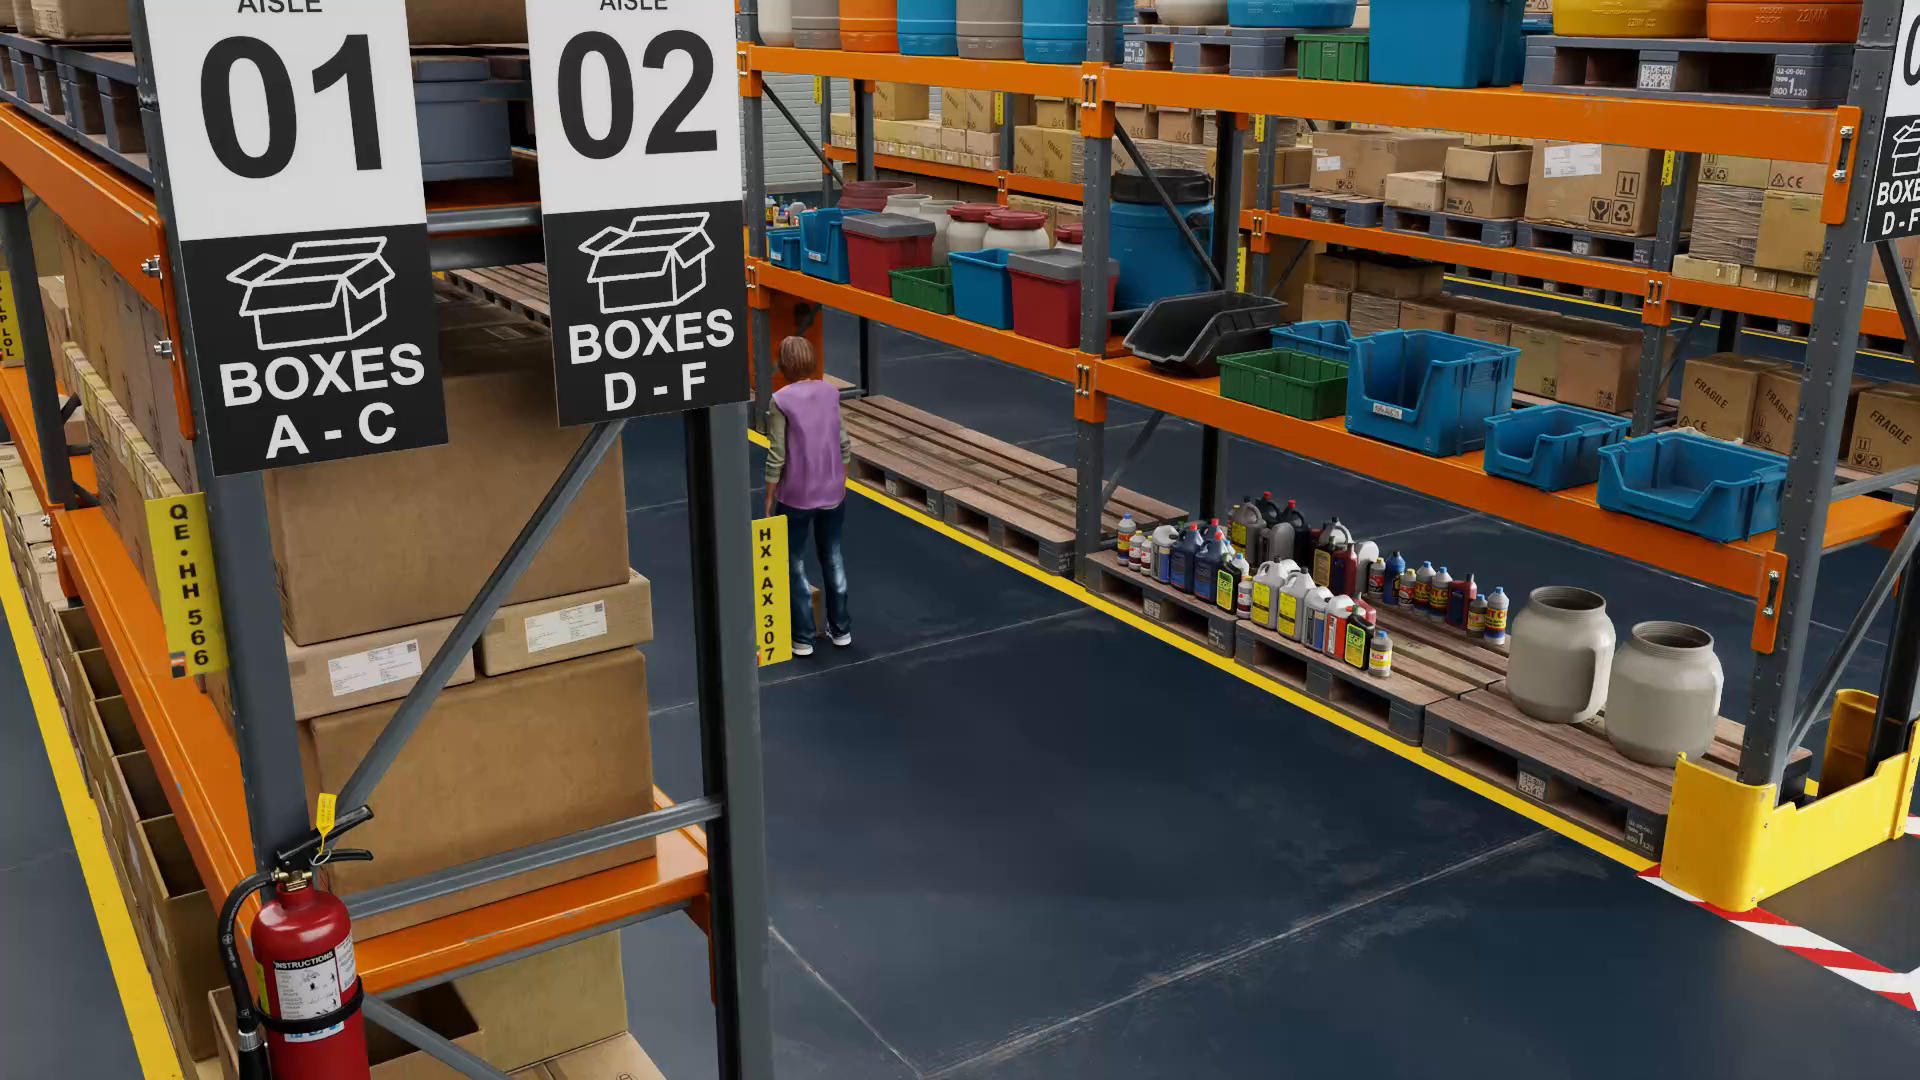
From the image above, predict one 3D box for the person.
[{"bbox_3d":[-0.749,-0.209,8.206,0.461,1.592,0.343,-12,22,-31],"label":"person"}]
